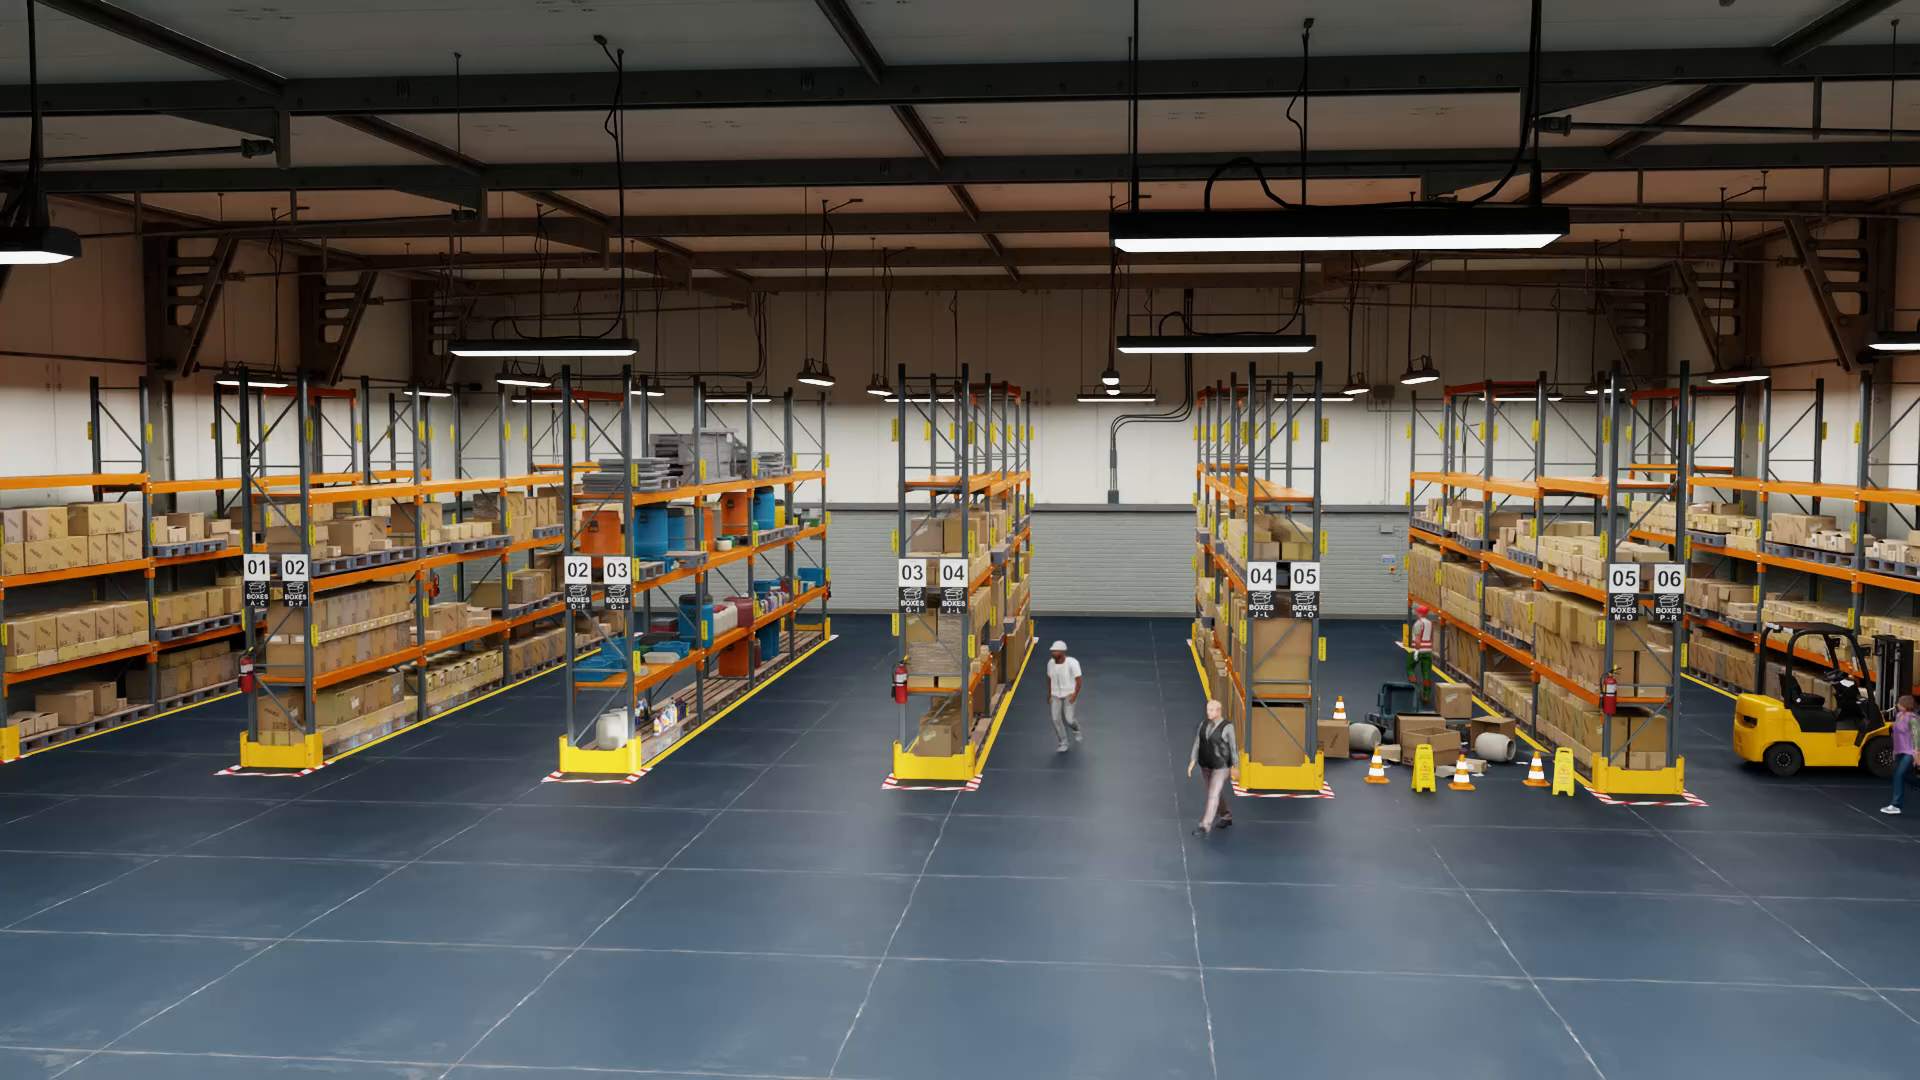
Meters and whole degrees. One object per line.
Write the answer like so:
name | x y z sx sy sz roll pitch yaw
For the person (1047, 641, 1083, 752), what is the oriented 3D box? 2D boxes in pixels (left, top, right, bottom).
person | 1.653 2.452 26.325 0.625 1.732 0.633 2 4 26

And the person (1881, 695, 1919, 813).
person | 12.505 2.802 21.852 0.819 1.564 0.430 0 4 0

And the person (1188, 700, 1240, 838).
person | 3.105 2.821 20.670 1.050 1.660 0.559 -3 5 -40

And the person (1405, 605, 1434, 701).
person | 8.667 2.107 31.132 0.520 1.782 0.532 -1 4 -13
